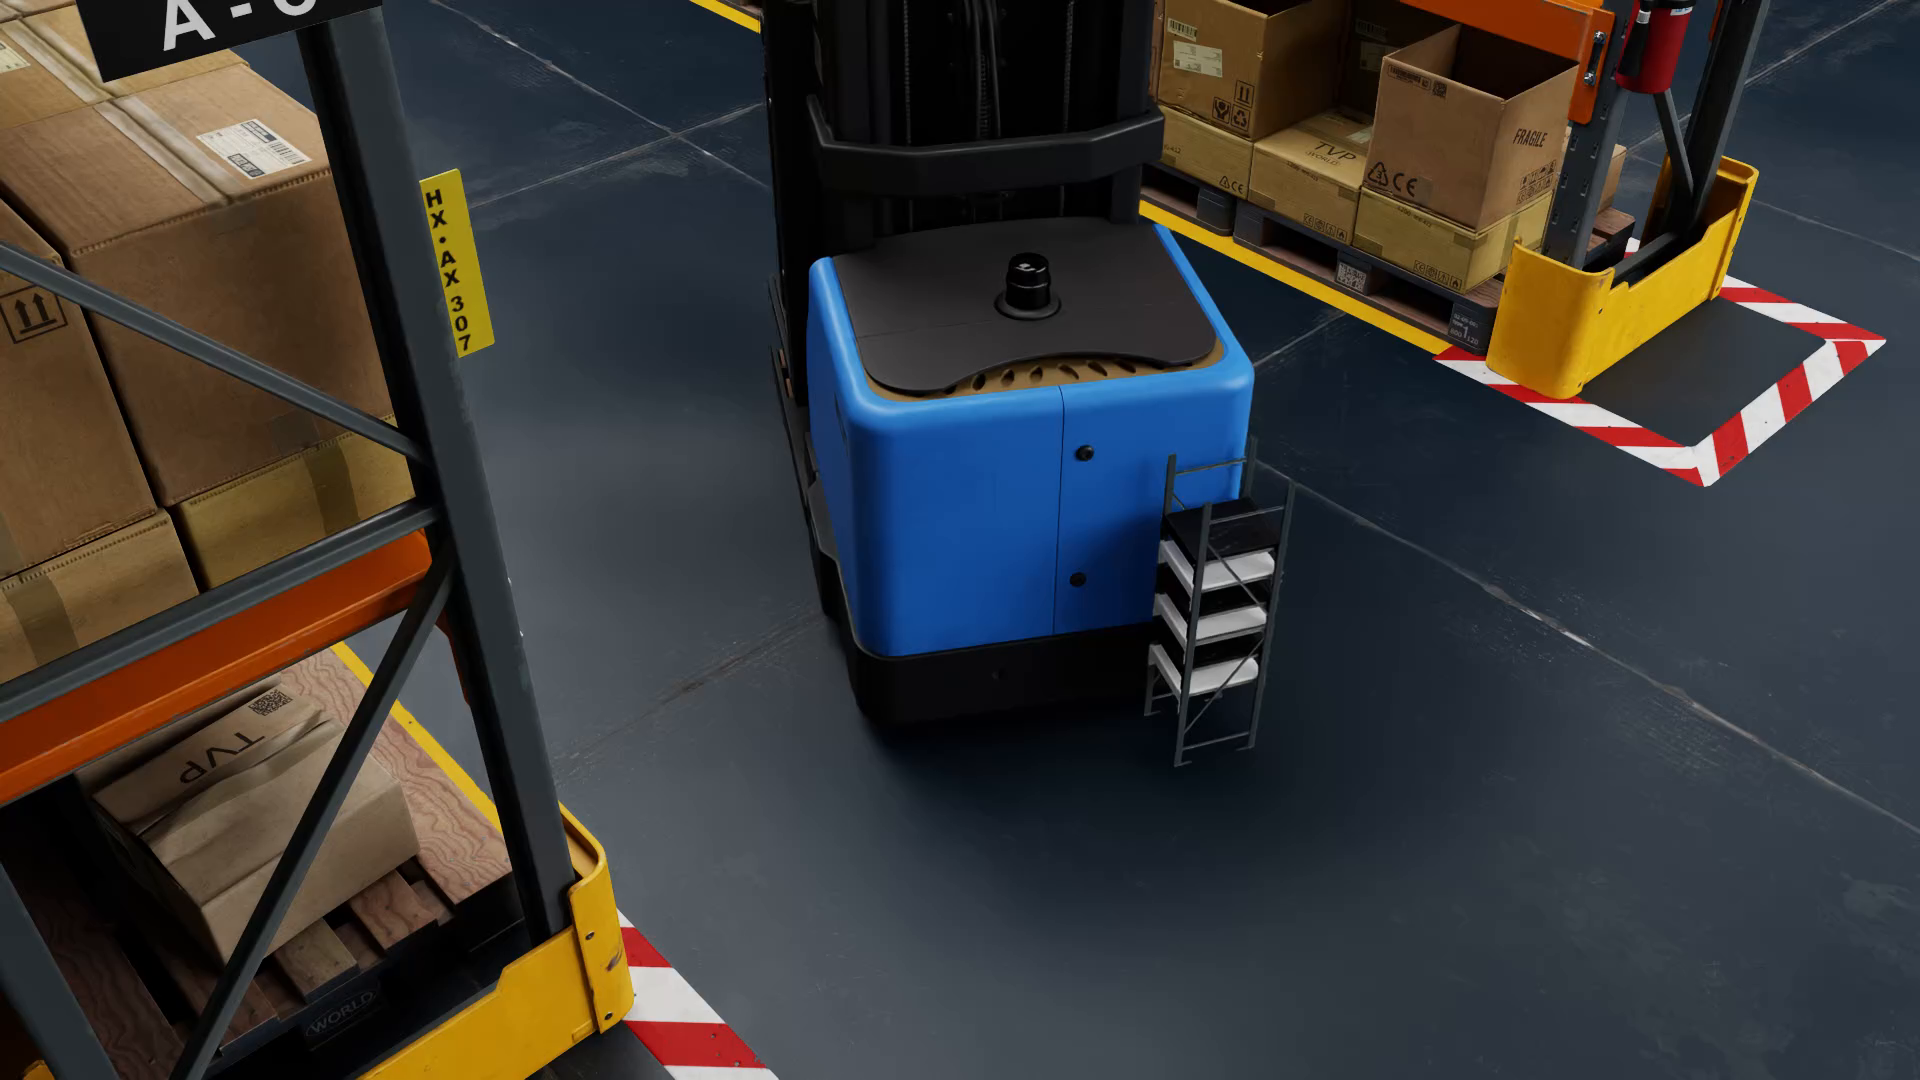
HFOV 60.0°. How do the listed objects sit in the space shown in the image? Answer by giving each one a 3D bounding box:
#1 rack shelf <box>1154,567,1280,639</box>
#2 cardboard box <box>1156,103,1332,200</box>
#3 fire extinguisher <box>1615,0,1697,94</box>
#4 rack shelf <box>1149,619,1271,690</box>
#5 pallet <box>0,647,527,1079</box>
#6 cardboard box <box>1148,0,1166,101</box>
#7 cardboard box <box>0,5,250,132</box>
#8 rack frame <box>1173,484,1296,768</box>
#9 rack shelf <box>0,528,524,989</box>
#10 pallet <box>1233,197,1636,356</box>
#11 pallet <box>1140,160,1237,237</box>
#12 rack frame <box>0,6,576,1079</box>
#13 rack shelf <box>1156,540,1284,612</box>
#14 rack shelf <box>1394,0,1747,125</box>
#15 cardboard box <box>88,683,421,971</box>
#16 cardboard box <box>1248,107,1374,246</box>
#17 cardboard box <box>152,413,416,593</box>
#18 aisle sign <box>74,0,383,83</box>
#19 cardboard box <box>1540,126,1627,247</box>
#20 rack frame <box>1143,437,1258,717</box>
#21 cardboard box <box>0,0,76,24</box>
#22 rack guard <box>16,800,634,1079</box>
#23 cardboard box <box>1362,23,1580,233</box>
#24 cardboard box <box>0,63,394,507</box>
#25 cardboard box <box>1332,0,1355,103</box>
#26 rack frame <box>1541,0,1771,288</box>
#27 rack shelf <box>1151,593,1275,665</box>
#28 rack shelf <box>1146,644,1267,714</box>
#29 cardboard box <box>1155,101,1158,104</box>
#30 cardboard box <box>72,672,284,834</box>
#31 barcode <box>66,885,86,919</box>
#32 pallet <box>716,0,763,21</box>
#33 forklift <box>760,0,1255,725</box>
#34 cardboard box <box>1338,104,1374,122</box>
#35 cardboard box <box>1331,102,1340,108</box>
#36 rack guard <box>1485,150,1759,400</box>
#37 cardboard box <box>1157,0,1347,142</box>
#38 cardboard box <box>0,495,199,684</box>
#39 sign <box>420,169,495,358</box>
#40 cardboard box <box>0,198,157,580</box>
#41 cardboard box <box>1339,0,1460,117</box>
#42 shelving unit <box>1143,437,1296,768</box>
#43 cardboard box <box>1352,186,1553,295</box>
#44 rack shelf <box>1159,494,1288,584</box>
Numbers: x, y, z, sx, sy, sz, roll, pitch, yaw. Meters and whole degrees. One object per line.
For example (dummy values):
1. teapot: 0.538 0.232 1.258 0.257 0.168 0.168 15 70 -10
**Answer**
1. rack shelf: 0.657 0.135 4.276 0.258 0.077 0.200 -12 41 -14
2. cardboard box: 1.145 -1.656 6.768 0.500 0.250 0.500 -30 48 -32
3. fire extinguisher: 2.149 -1.701 5.030 0.296 0.674 0.183 -30 48 -32
4. rack shelf: 0.657 0.275 4.389 0.258 0.077 0.200 -12 41 -14
5. pallet: -1.809 0.782 4.113 1.003 0.211 1.213 -30 48 -32
6. cardboard box: 0.805 -2.179 6.818 0.500 0.500 0.500 -30 48 -32
7. cardboard box: -1.663 -0.699 3.235 0.500 0.500 0.500 -30 48 -32
8. rack frame: 0.689 0.240 4.237 0.240 0.900 0.006 -12 41 -14
9. rack shelf: -2.587 -0.522 4.082 1.077 0.370 4.000 -30 48 -32
10. pallet: 1.864 -1.235 6.610 1.003 0.211 1.213 -30 48 -32
11. pallet: 1.043 -1.799 7.309 1.003 0.211 1.213 -30 48 -32
12. rack frame: -1.235 0.124 2.710 1.000 3.000 0.127 -30 48 -32
13. rack shelf: 0.657 0.065 4.219 0.258 0.077 0.200 -12 41 -14
14. rack shelf: 1.059 -2.629 6.690 1.077 0.370 4.000 -30 48 -32
15. cardboard box: -1.636 0.640 3.860 0.500 0.311 0.500 29 47 31
16. cardboard box: 1.484 -1.426 6.482 0.500 0.250 0.500 -30 48 -32
17. cardboard box: -1.331 -0.187 3.197 0.500 0.250 0.500 -31 48 -33
18. aisle sign: -0.965 -0.982 2.009 0.394 0.787 0.004 -30 48 -32
19. cardboard box: 2.213 -1.420 6.475 0.500 0.250 0.500 -30 48 -32
20. rack frame: 0.625 0.118 4.387 0.240 0.900 0.006 -12 41 -14
21. cardboard box: -2.008 -0.941 3.534 0.500 0.500 0.500 -32 49 -33
22. rack guard: -1.286 1.061 3.539 1.175 0.500 0.348 -30 48 -32
23. cardboard box: 1.830 -1.490 5.965 0.500 0.500 0.500 -30 48 -32
24. cardboard box: -1.336 -0.466 2.947 0.500 0.500 0.500 -30 48 -32
25. cardboard box: 1.526 -2.168 6.804 0.500 0.500 0.500 -30 48 -32
26. rack frame: 2.412 -1.983 5.318 1.000 3.000 0.127 -30 48 -32
27. rack shelf: 0.657 0.205 4.333 0.258 0.077 0.200 -12 41 -14
28. rack shelf: 0.657 0.345 4.446 0.258 0.077 0.200 -12 41 -14
29. cardboard box: 0.808 -1.889 7.055 0.500 0.250 0.500 -30 48 -32
30. cardboard box: -2.022 0.376 4.187 0.500 0.311 0.500 -26 46 -28
31. barcode: -1.943 0.798 3.657 0.001 0.075 0.075 -30 48 -32
32. pallet: -0.821 -3.074 8.888 1.003 0.211 1.213 -30 48 -32
33. forklift: -0.051 -1.568 4.859 1.130 2.935 3.031 -7 39 -9
34. cardboard box: 1.872 -1.649 6.759 0.500 0.250 0.500 -30 48 -32
35. cardboard box: 1.534 -1.881 7.046 0.500 0.250 0.500 -30 48 -32
36. rack guard: 2.428 -1.000 6.090 1.175 0.500 0.348 -30 48 -32
37. cardboard box: 1.143 -1.947 6.531 0.500 0.500 0.500 -30 48 -32
38. cardboard box: -1.694 0.040 2.916 0.500 0.250 0.500 -29 47 -31
39. sign: -0.835 -0.444 2.723 0.100 0.325 0.005 -30 48 -32
40. cardboard box: -1.710 -0.245 2.673 0.500 0.500 0.500 -31 48 -32
41. cardboard box: 1.873 -1.942 6.524 0.500 0.500 0.500 -30 48 -32
42. shelving unit: 0.657 0.179 4.312 0.258 0.900 0.210 -12 41 -14
43. cardboard box: 1.831 -1.200 6.202 0.500 0.250 0.500 -30 48 -32
44. rack shelf: 0.658 -0.005 4.163 0.258 0.077 0.200 -12 41 -14
